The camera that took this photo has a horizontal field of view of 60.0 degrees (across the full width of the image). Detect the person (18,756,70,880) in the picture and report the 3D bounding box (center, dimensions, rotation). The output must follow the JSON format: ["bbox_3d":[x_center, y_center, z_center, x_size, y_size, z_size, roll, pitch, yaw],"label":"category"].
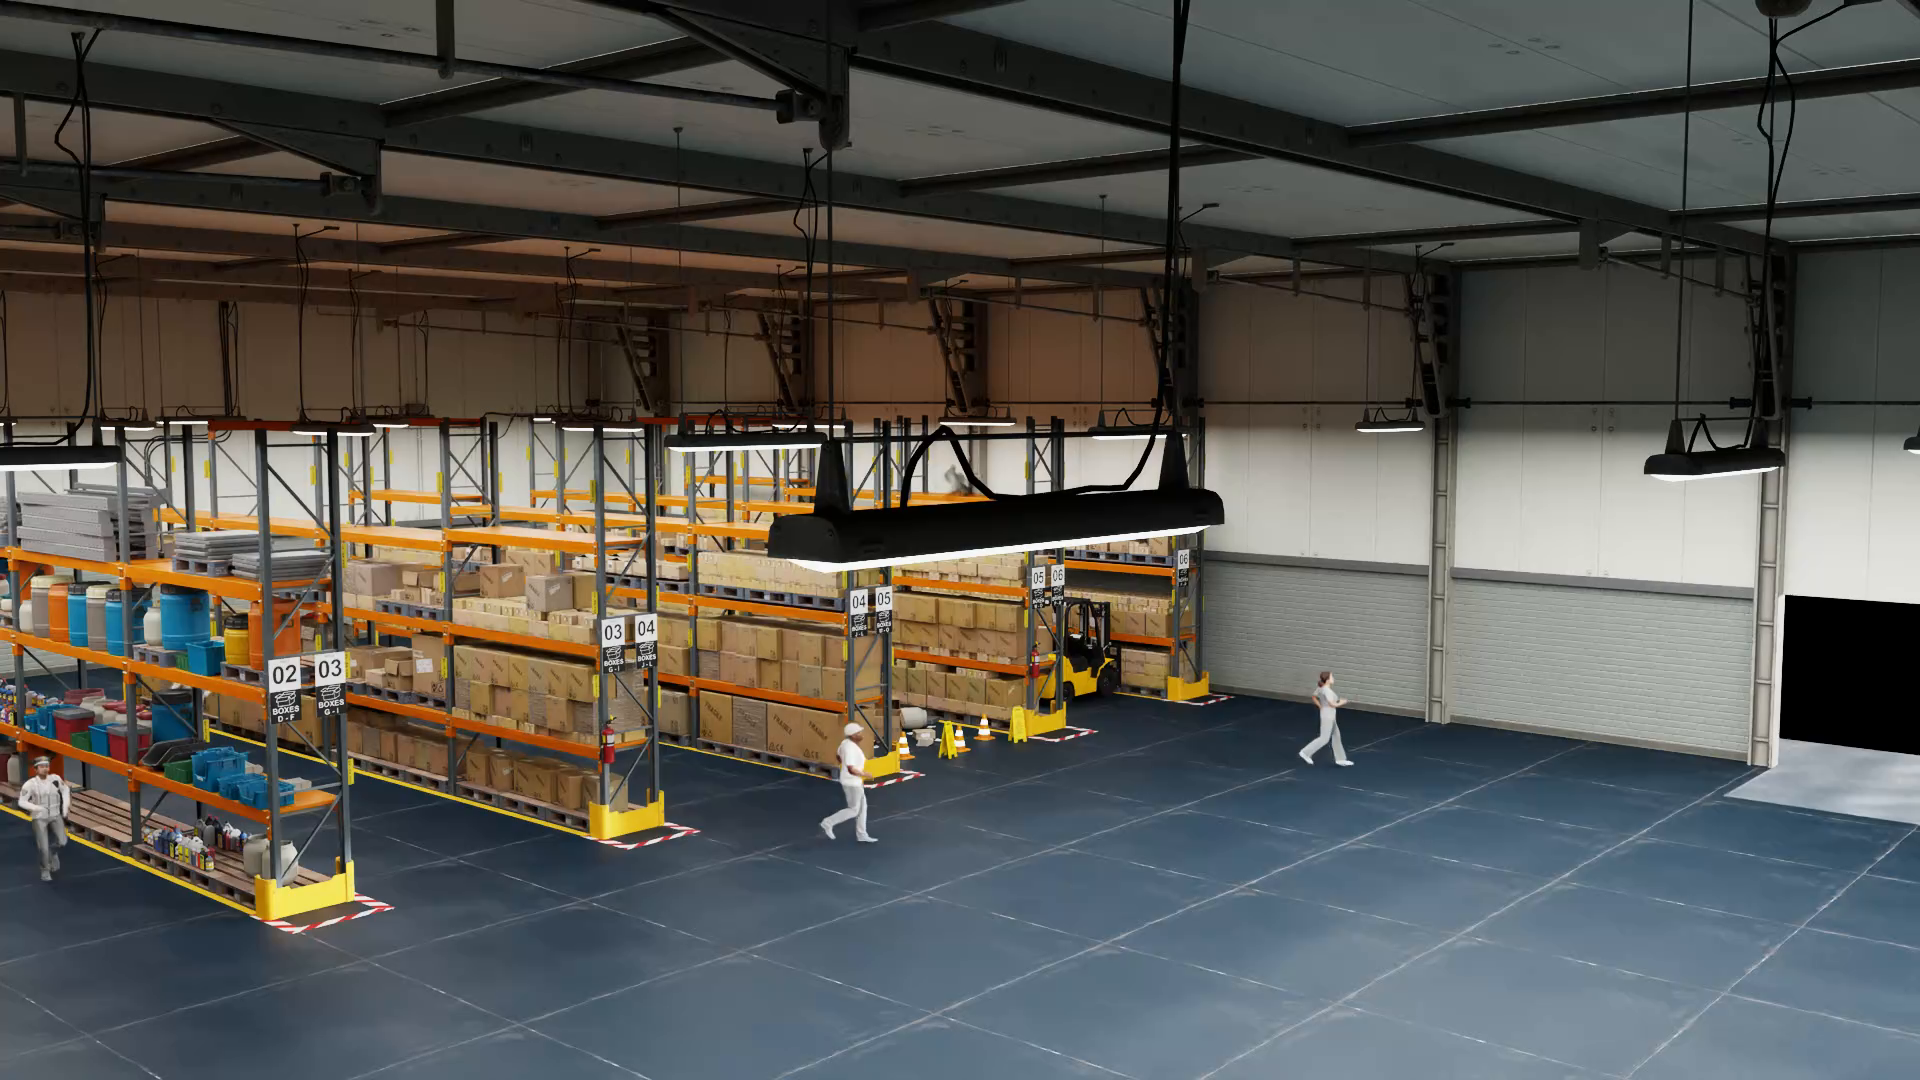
[{"bbox_3d":[-12.050,3.674,21.971,0.521,1.662,0.667,5,7,44],"label":"person"}]

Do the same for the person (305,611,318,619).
[{"bbox_3d":[-15.174,2.312,38.625,0.813,1.688,0.871,4,6,40],"label":"person"}]

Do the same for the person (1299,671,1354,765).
[{"bbox_3d":[6.340,3.085,28.750,0.970,1.652,0.565,0,5,1],"label":"person"}]

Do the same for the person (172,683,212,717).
[{"bbox_3d":[-13.881,2.982,30.167,0.667,1.661,0.532,-4,7,-43],"label":"person"}]

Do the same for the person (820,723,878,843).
[{"bbox_3d":[-1.600,3.490,23.819,0.854,1.760,0.708,-1,5,-12],"label":"person"}]
